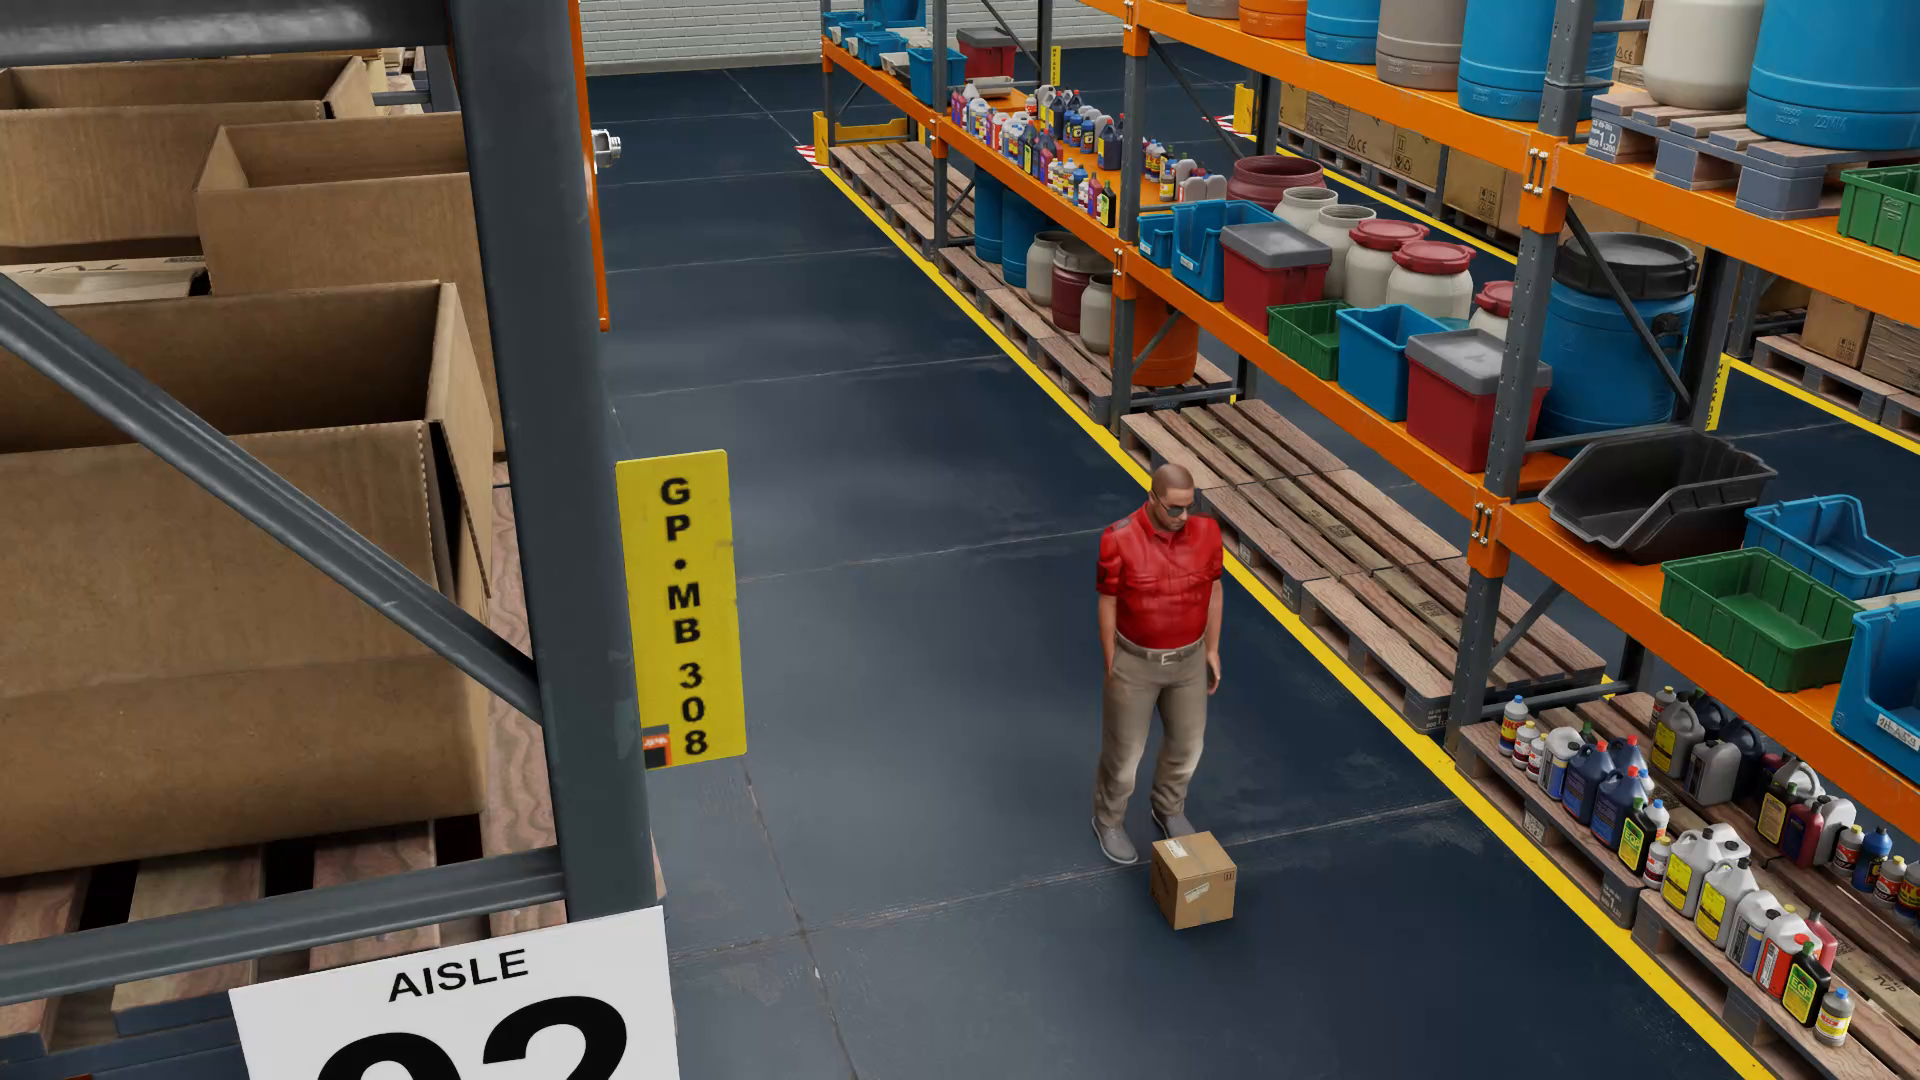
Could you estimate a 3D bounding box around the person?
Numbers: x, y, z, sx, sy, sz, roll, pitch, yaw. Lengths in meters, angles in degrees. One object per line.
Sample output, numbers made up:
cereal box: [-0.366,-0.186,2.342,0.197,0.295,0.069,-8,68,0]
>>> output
person: [0.805,0.495,6.673,0.547,1.701,0.388,-8,27,-15]
